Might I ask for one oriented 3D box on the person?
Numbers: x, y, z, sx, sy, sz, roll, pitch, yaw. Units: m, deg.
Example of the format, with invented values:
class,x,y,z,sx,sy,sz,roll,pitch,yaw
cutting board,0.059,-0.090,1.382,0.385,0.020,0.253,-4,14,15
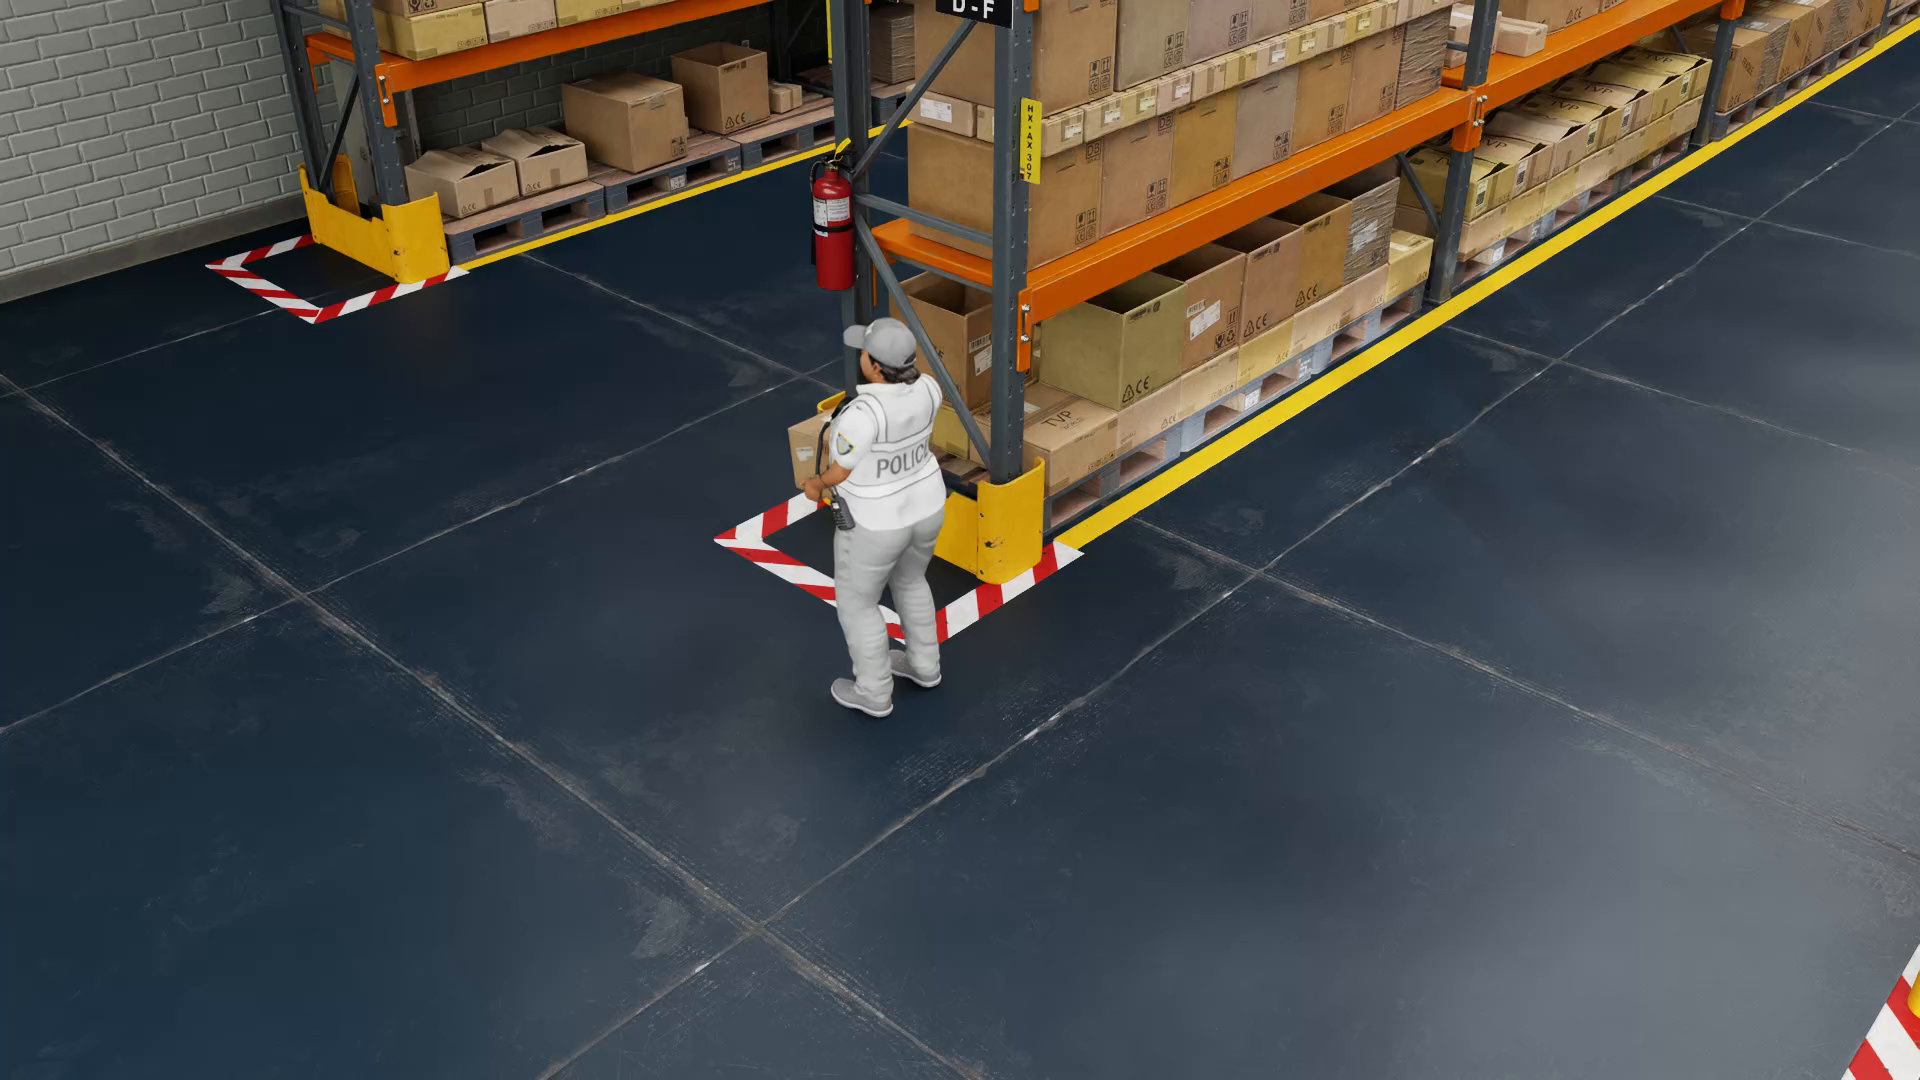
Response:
class,x,y,z,sx,sy,sz,roll,pitch,yaw
person,-0.333,-0.115,6.330,0.535,1.654,0.452,26,40,36
